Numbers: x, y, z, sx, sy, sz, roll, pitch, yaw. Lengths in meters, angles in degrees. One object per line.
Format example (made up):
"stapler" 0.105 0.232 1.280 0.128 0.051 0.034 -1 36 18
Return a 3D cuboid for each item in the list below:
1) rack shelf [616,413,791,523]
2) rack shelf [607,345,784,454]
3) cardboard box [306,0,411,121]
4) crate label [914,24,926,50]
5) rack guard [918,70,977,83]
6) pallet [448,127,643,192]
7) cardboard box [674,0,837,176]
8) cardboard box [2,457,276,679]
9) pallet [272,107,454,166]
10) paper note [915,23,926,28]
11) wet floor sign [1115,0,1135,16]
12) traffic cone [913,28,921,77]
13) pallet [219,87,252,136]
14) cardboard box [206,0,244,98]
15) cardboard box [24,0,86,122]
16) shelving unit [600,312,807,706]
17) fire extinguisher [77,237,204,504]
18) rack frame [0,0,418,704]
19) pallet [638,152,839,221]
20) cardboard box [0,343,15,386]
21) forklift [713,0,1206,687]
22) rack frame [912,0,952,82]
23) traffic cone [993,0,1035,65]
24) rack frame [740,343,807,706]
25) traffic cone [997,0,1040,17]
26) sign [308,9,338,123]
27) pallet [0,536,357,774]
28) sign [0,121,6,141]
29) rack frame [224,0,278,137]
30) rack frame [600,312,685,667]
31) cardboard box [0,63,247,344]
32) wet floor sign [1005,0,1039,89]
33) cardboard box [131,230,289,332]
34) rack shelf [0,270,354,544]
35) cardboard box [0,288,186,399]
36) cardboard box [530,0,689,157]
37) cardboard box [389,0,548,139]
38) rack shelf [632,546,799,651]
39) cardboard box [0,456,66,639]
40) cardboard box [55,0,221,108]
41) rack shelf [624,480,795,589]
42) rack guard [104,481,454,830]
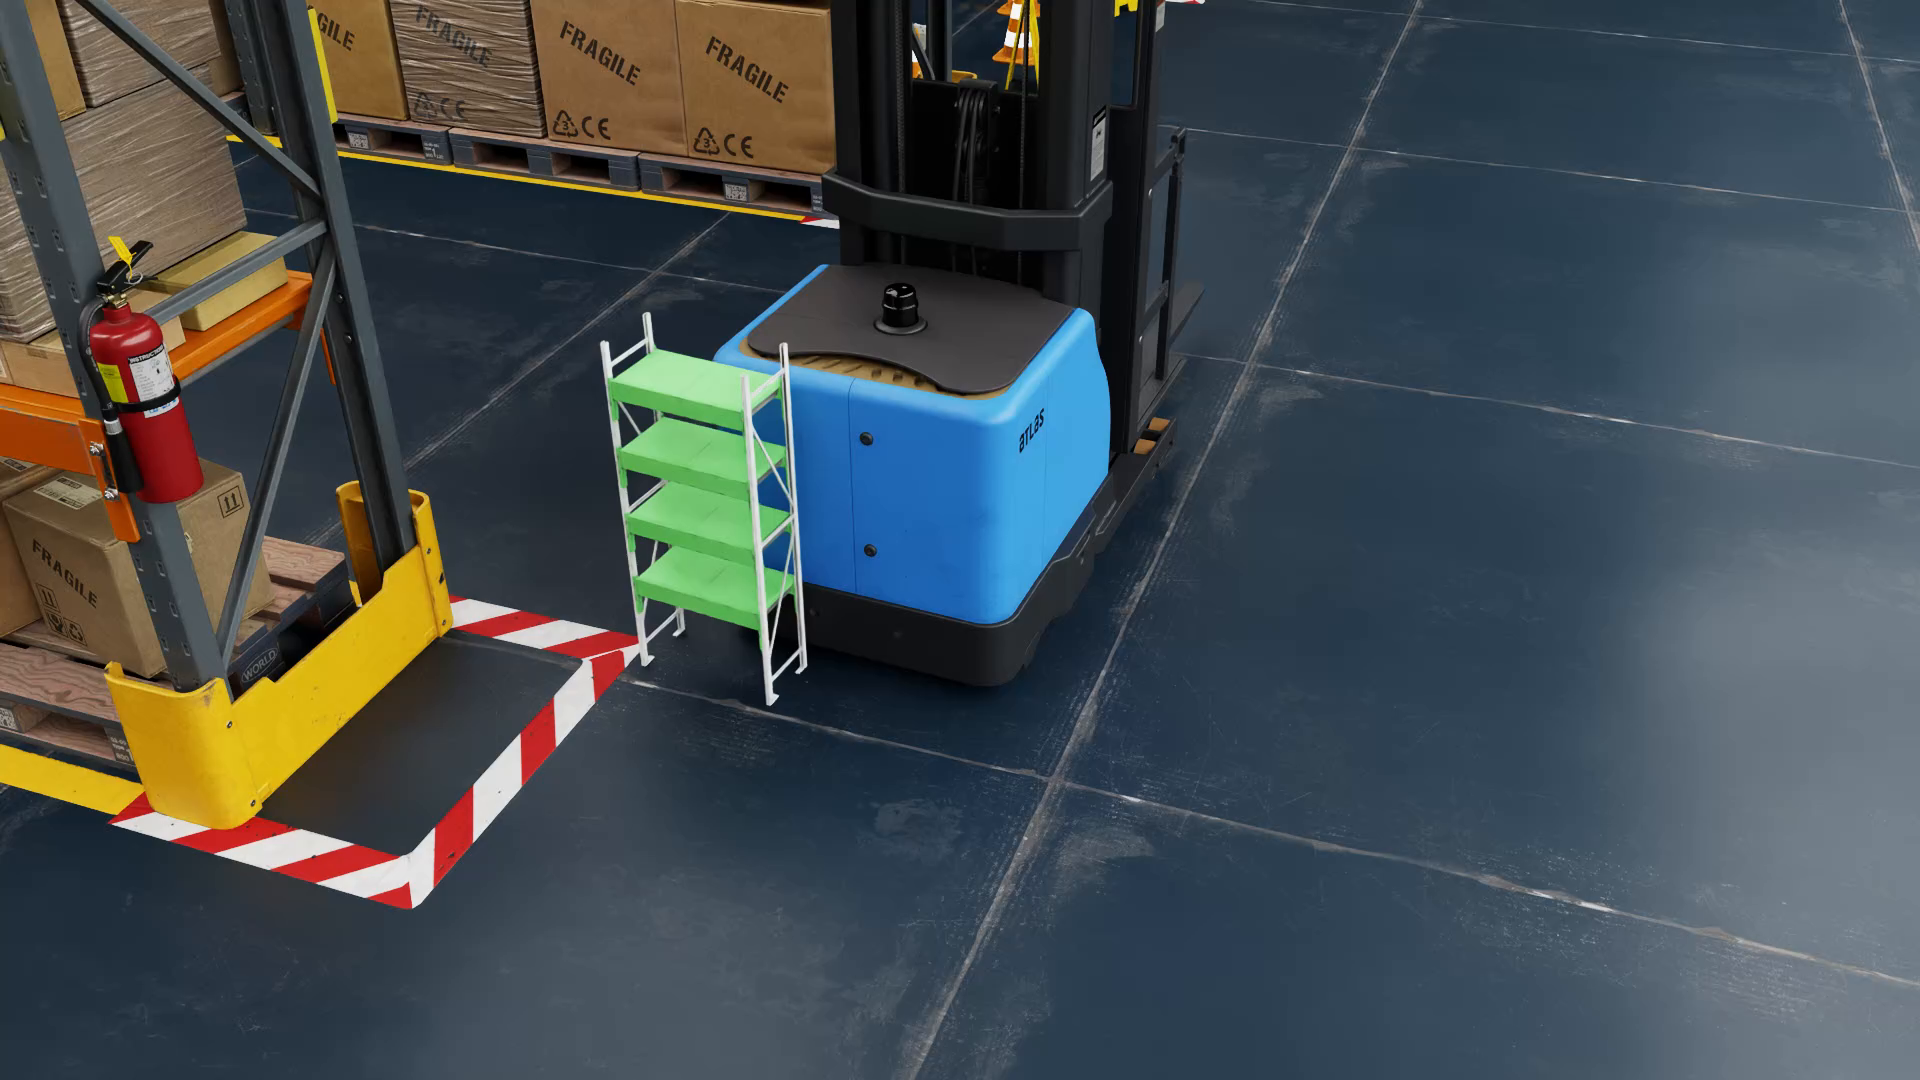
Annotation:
"rack shelf" -0.792 -0.229 5.173 0.480 0.148 0.258 15 36 21
"rack shelf" -0.792 -0.430 5.043 0.480 0.148 0.258 15 36 21
"cardboard box" -3.465 -3.087 9.838 0.875 0.875 0.875 12 35 17
"crate label" -0.348 -3.469 11.496 0.298 0.136 0.250 -6 33 -9
"rack guard" -0.245 -2.168 9.146 0.348 0.500 1.175 11 34 16
"pallet" -2.191 -2.381 9.743 1.213 0.211 1.003 11 34 16
"cardboard box" -0.928 -2.596 9.077 0.875 0.875 0.875 11 35 17
"cardboard box" -2.618 0.043 5.335 0.500 0.500 0.500 18 37 25
"pallet" -3.344 -2.603 10.088 1.213 0.211 1.003 11 34 16
"paper note" -0.254 -3.677 11.918 0.142 0.019 0.148 0 33 0
"wet floor sign" 1.125 -4.198 12.157 0.232 0.644 0.267 24 40 32
"traffic cone" -0.288 -2.979 10.437 0.334 0.463 0.336 11 34 16
"pallet" -4.785 -2.885 10.524 1.213 0.211 1.003 11 34 16
"cardboard box" -4.648 -3.253 10.210 0.750 0.750 1.050 11 34 16
"cardboard box" -2.637 -1.269 4.163 0.500 0.500 0.500 11 34 16
"shelving unit" -0.792 -0.081 5.269 0.503 1.200 0.258 15 36 21
"fire extinguisher" -2.084 -0.419 4.205 0.183 0.674 0.296 11 34 16
"rack frame" -2.036 -0.708 4.581 0.127 3.000 1.000 11 34 16
"pallet" -1.047 -2.157 9.396 1.213 0.211 1.003 11 34 16
"cardboard box" -2.609 -0.595 4.638 0.250 0.149 0.380 11 34 16
"forklift" 0.240 -1.545 5.940 1.130 2.935 3.031 13 35 19
"rack frame" -0.268 -3.222 8.475 0.127 3.000 1.000 11 34 16
"traffic cone" 0.413 -3.493 11.234 0.334 0.463 0.336 11 34 16
"rack frame" -0.572 -0.023 5.180 0.015 1.200 0.240 15 36 21
"traffic cone" 0.467 -4.122 12.208 0.334 0.463 0.336 11 34 16
"sign" -1.853 -1.349 4.775 0.005 0.325 0.100 11 34 16
"pallet" -2.860 0.283 5.617 1.213 0.211 1.003 11 34 16
"sign" -2.242 -1.047 3.748 0.005 0.325 0.100 11 34 16
"rack frame" -4.033 -3.954 9.609 0.127 3.000 1.000 11 34 16
"rack frame" -1.012 -0.138 5.357 0.015 1.200 0.240 15 36 21
"cardboard box" -2.544 -0.990 4.651 0.500 0.500 0.875 11 34 16
"wet floor sign" 0.428 -3.239 10.671 0.232 0.644 0.267 5 33 8
"cardboard box" -2.224 -0.776 4.919 0.250 0.149 0.380 11 34 16
"rack shelf" -3.919 -0.772 5.343 4.000 0.370 1.077 11 34 16
"cardboard box" -2.374 -0.549 4.567 0.250 0.149 0.380 11 34 16
"cardboard box" -1.757 -2.756 9.325 0.875 0.875 0.875 10 34 16
"cardboard box" -2.615 -2.924 9.585 0.875 0.875 0.875 11 35 17
"rack shelf" -0.792 0.175 5.433 0.480 0.148 0.258 15 36 21
"cardboard box" -3.192 -0.049 5.478 0.500 0.500 0.500 21 38 29
"cardboard box" -2.462 -1.535 4.574 0.500 0.500 0.500 11 34 16
"rack shelf" -0.792 -0.027 5.303 0.480 0.148 0.258 15 36 21
"rack guard" -2.108 0.328 5.281 0.348 0.500 1.175 11 34 16
